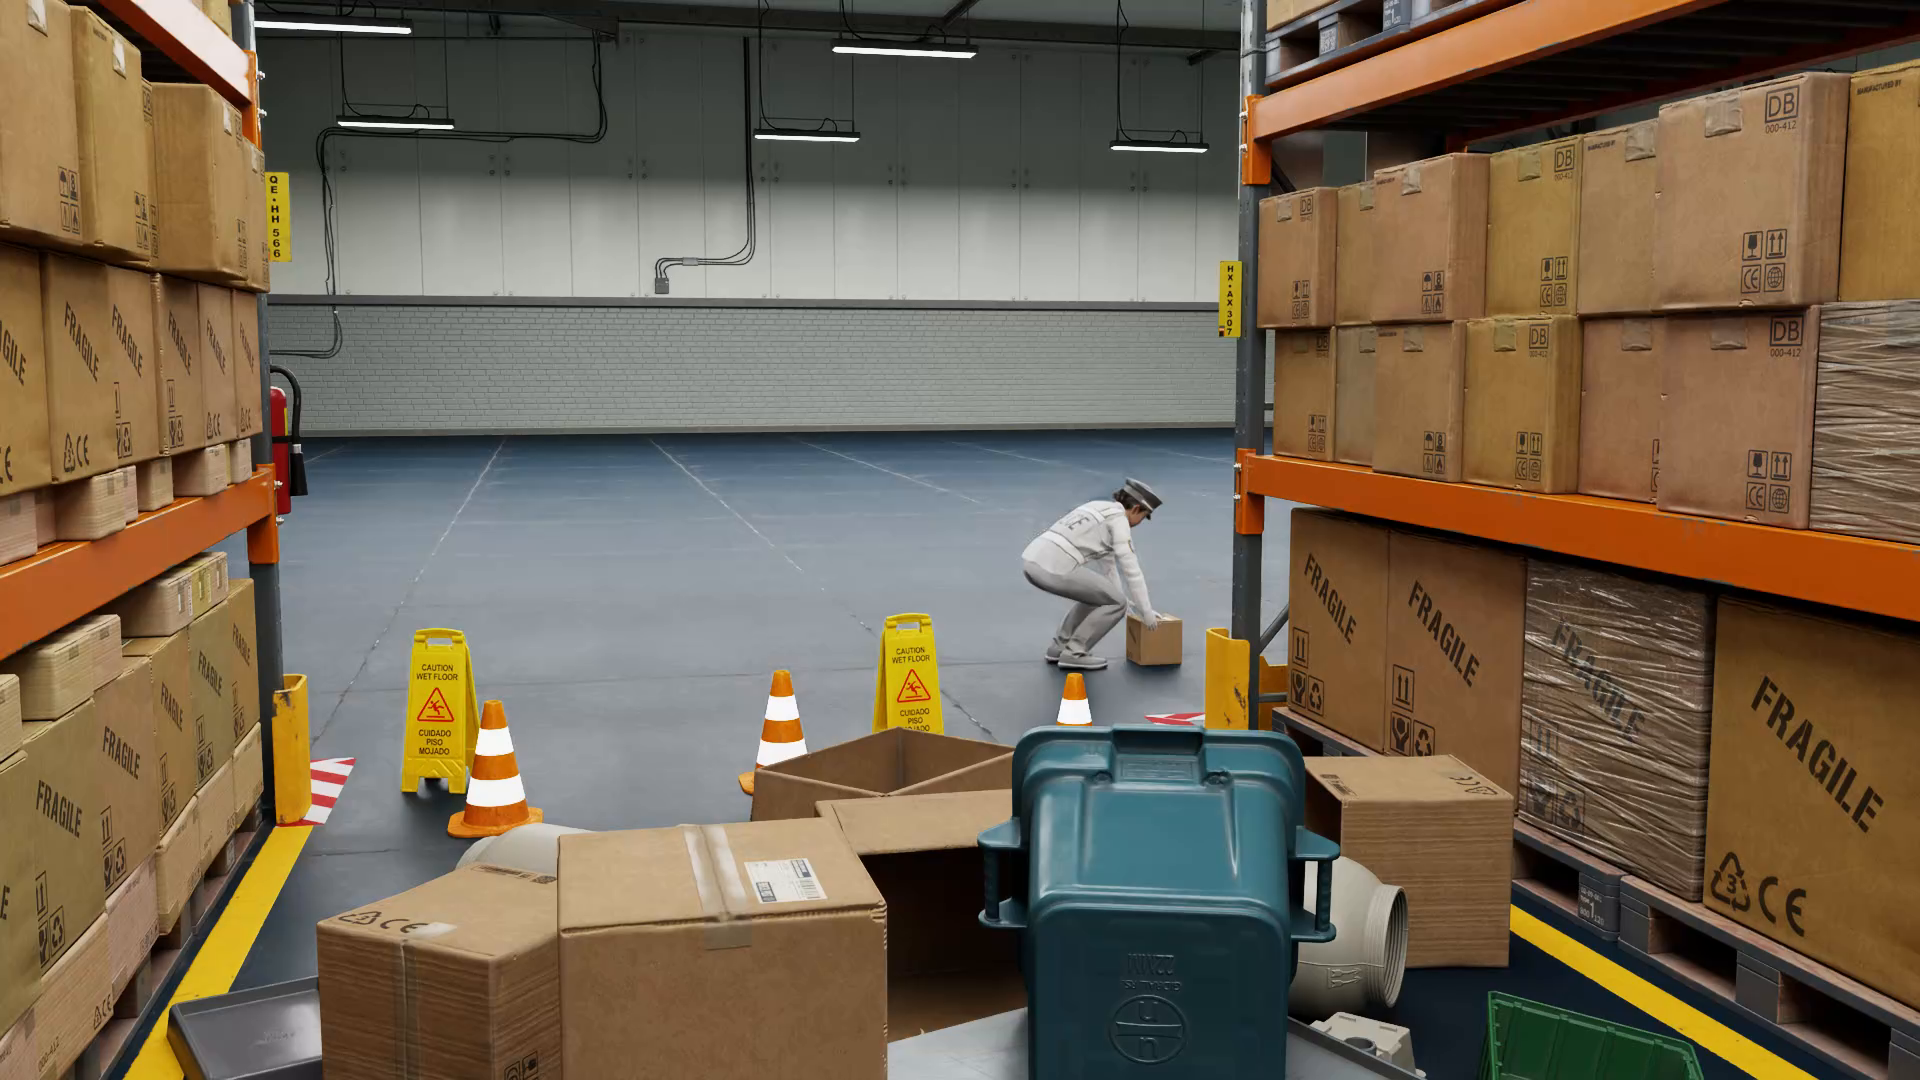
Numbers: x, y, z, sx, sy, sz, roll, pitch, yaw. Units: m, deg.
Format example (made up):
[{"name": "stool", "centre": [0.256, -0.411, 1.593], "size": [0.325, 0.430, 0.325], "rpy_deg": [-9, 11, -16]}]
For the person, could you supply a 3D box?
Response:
[{"name": "person", "centre": [0.754, 0.179, 9.387], "size": [0.832, 1.051, 0.502], "rpy_deg": [-2, 6, -14]}]
